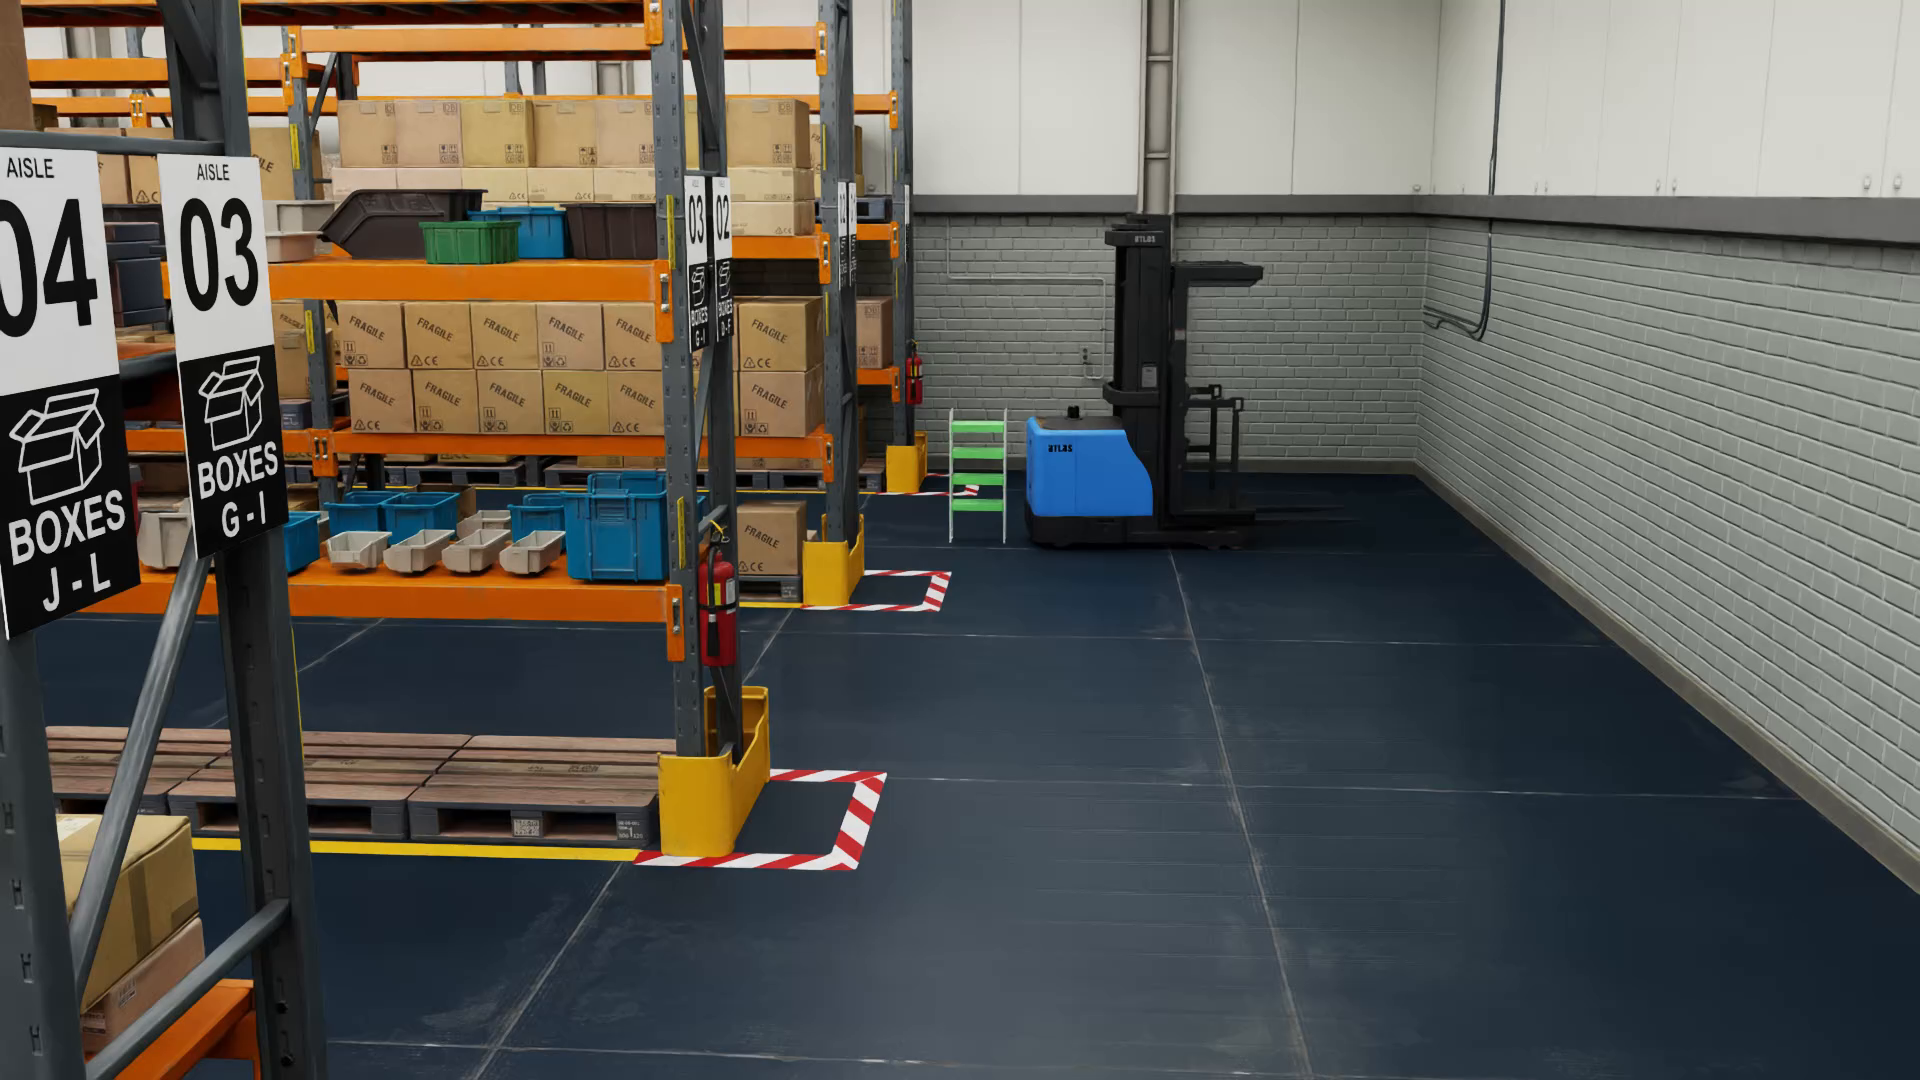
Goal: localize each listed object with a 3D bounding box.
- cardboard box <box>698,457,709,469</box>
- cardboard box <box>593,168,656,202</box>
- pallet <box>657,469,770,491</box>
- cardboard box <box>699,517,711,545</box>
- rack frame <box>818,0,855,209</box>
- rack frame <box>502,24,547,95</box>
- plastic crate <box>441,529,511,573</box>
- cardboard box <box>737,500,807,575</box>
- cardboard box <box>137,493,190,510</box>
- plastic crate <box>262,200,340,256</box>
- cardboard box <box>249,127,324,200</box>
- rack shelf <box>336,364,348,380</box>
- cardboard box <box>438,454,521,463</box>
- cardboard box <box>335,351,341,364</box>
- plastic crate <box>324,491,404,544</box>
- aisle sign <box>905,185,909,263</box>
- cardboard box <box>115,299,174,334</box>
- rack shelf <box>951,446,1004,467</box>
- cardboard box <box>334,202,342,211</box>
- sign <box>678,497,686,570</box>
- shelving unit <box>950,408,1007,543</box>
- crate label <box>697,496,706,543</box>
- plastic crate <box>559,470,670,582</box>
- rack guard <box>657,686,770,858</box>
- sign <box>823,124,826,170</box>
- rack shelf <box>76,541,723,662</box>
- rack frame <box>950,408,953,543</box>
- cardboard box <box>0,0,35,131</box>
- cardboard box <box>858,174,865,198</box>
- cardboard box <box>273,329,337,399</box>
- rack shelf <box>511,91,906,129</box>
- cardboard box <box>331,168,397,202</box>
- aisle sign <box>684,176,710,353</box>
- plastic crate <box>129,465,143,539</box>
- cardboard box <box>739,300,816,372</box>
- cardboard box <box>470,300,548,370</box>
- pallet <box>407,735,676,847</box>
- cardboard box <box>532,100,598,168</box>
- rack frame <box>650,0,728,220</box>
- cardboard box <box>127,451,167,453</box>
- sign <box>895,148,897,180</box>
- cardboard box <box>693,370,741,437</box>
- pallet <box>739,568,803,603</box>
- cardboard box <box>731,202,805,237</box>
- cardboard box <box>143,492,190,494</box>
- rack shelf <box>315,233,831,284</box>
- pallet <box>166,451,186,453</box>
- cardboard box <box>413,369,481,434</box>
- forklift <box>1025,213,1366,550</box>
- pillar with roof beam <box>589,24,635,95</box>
[{"bbox_3d":[-2.841,-1.079,18.161,0.500,0.500,0.700,1,12,5],"label":"cardboard box"},{"bbox_3d":[-2.456,-2.685,12.579,0.500,0.250,0.500,1,12,4],"label":"cardboard box"},{"bbox_3d":[-2.619,-0.736,18.251,1.213,0.211,1.003,1,12,4],"label":"pallet"},{"bbox_3d":[-1.952,-0.018,13.651,0.500,0.250,0.500,1,12,4],"label":"cardboard box"},{"bbox_3d":[-0.929,-4.013,12.455,0.127,3.000,1.000,1,12,4],"label":"rack frame"},{"bbox_3d":[-4.593,-5.079,17.554,0.127,3.000,1.000,1,12,4],"label":"rack frame"},{"bbox_3d":[-2.378,0.054,8.162,0.243,0.136,0.396,1,12,4],"label":"plastic crate"},{"bbox_3d":[-1.488,-0.025,13.075,0.500,0.500,0.500,1,12,4],"label":"cardboard box"},{"bbox_3d":[-6.425,-0.086,13.368,0.500,0.500,0.500,1,12,4],"label":"cardboard box"},{"bbox_3d":[-3.455,-1.568,8.383,0.530,0.282,0.437,1,12,4],"label":"plastic crate"},{"bbox_3d":[-5.418,-2.925,13.065,0.600,0.600,0.600,0,12,-2],"label":"cardboard box"},{"bbox_3d":[-6.589,-1.818,18.373,4.000,0.370,1.077,1,12,4],"label":"rack shelf"},{"bbox_3d":[-5.250,-1.279,18.261,0.750,0.750,0.750,1,12,4],"label":"cardboard box"},{"bbox_3d":[-6.740,-2.014,18.116,0.250,0.149,0.380,1,12,4],"label":"cardboard box"},{"bbox_3d":[-3.102,-0.105,8.686,0.300,0.233,0.416,1,12,4],"label":"plastic crate"},{"bbox_3d":[-0.550,-3.298,17.343,0.004,0.787,0.394,1,12,4],"label":"aisle sign"},{"bbox_3d":[-9.054,-2.466,18.396,0.500,0.500,0.700,-1,12,-3],"label":"cardboard box"},{"bbox_3d":[0.165,-0.757,15.080,0.480,0.148,0.258,1,12,4],"label":"rack shelf"},{"bbox_3d":[-4.452,-2.469,12.765,0.500,0.250,0.500,1,12,4],"label":"cardboard box"},{"bbox_3d":[-1.285,-0.032,7.677,0.005,0.325,0.100,1,12,4],"label":"sign"},{"bbox_3d":[0.165,-0.585,15.116,0.503,1.200,0.258,1,12,4],"label":"shelving unit"},{"bbox_3d":[-1.488,-0.082,8.580,0.303,0.233,0.416,1,12,4],"label":"crate label"},{"bbox_3d":[-1.611,-0.077,8.061,0.499,0.435,0.616,1,12,4],"label":"plastic crate"},{"bbox_3d":[-1.239,1.157,8.499,0.348,0.500,1.175,1,12,4],"label":"rack guard"},{"bbox_3d":[-0.986,-2.865,12.130,0.005,0.325,0.100,1,12,4],"label":"sign"},{"bbox_3d":[-3.260,0.260,8.436,4.000,0.370,1.077,1,12,4],"label":"rack shelf"},{"bbox_3d":[-0.078,-0.588,15.132,0.015,1.200,0.240,1,12,4],"label":"rack frame"},{"bbox_3d":[-2.117,-0.820,3.005,0.500,0.500,0.700,0,12,0],"label":"cardboard box"},{"bbox_3d":[-1.314,-3.798,17.849,0.500,0.250,0.500,1,12,7],"label":"cardboard box"},{"bbox_3d":[-5.378,-1.438,13.527,0.500,0.500,0.700,-3,12,-15],"label":"cardboard box"},{"bbox_3d":[-2.598,-4.504,17.538,4.000,0.370,1.077,1,12,4],"label":"rack shelf"},{"bbox_3d":[-4.452,-2.713,12.713,0.500,0.250,0.500,1,12,4],"label":"cardboard box"},{"bbox_3d":[-1.212,-1.276,7.675,0.004,0.787,0.394,1,12,4],"label":"aisle sign"},{"bbox_3d":[-4.381,-0.116,8.177,0.583,0.464,0.402,1,12,4],"label":"plastic crate"},{"bbox_3d":[-1.392,-1.564,12.717,0.500,0.500,0.500,1,12,3],"label":"cardboard box"},{"bbox_3d":[-3.441,-1.591,12.845,0.500,0.500,0.500,0,12,2],"label":"cardboard box"},{"bbox_3d":[-2.084,1.281,8.609,1.213,0.211,1.003,1,12,4],"label":"pallet"},{"bbox_3d":[-2.935,-3.121,12.834,0.500,0.500,0.700,1,12,4],"label":"cardboard box"},{"bbox_3d":[-1.264,-3.001,7.617,0.127,3.000,1.000,1,12,4],"label":"rack frame"},{"bbox_3d":[-9.306,-1.189,18.637,0.500,0.500,0.700,1,12,5],"label":"cardboard box"},{"bbox_3d":[-0.652,-3.840,16.988,0.005,0.325,0.100,1,12,4],"label":"sign"},{"bbox_3d":[-1.912,-1.082,12.853,0.500,0.500,0.500,1,12,4],"label":"cardboard box"},{"bbox_3d":[-1.801,0.277,13.411,1.213,0.211,1.003,1,12,4],"label":"pallet"},{"bbox_3d":[-1.460,-2.424,12.553,0.500,0.250,0.500,1,12,4],"label":"cardboard box"},{"bbox_3d":[-6.418,-0.193,13.875,0.500,0.500,0.500,1,12,4],"label":"cardboard box"},{"bbox_3d":[-2.925,-2.220,12.966,4.000,0.370,1.077,1,12,4],"label":"rack shelf"},{"bbox_3d":[-9.364,-0.844,18.768,1.213,0.211,1.003,1,12,4],"label":"pallet"},{"bbox_3d":[-3.919,-1.111,12.990,0.500,0.500,0.500,1,12,5],"label":"cardboard box"},{"bbox_3d":[2.144,-1.457,15.055,3.031,2.935,1.130,0,12,-2],"label":"forklift"},{"bbox_3d":[-4.125,-4.367,14.149,0.400,9.000,9.100,1,12,4],"label":"pillar with roof beam"}]
